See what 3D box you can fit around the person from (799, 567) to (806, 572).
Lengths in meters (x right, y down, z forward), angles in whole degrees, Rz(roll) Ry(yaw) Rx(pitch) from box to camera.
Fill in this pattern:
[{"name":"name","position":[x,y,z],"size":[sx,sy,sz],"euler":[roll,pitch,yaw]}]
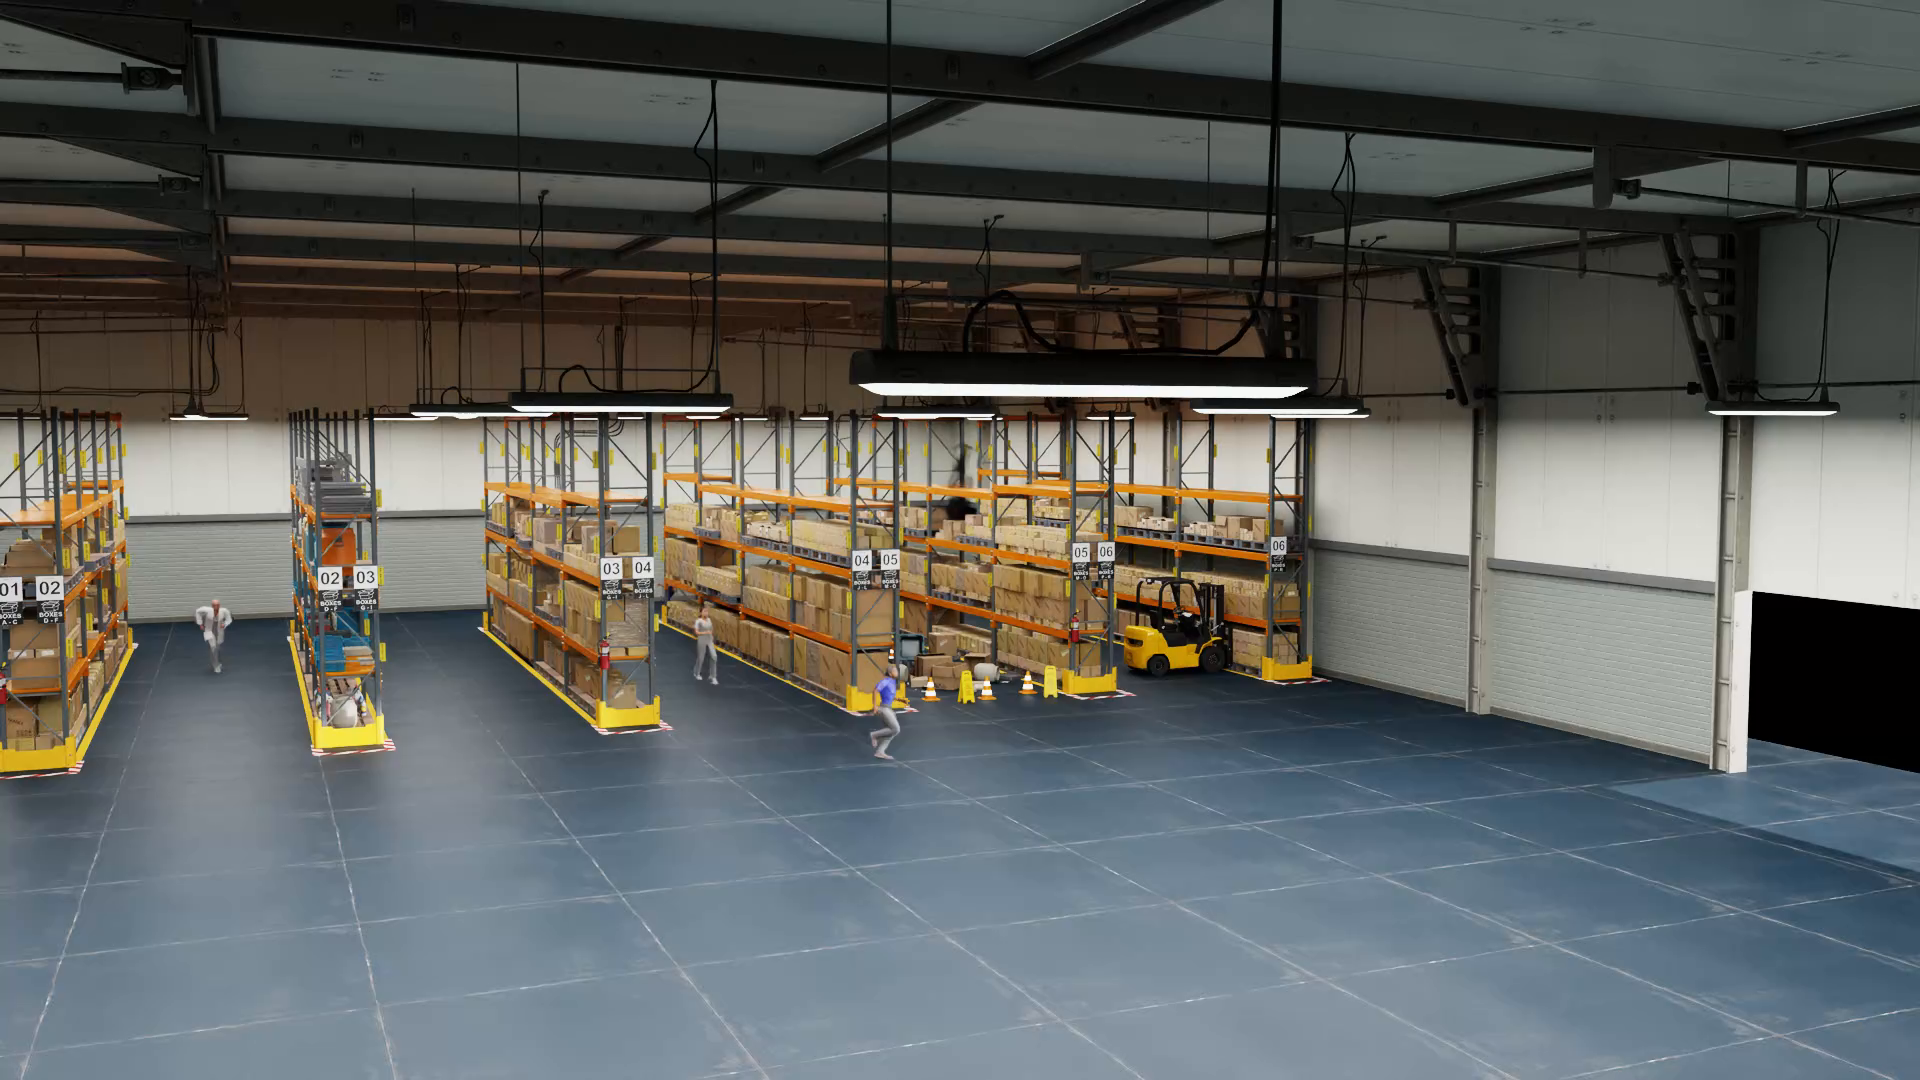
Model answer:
[{"name":"person","position":[-4.268,1.643,45.818],"size":[0.649,1.779,0.970],"euler":[-2,5,-31]}]

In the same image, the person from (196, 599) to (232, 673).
[{"name":"person","position":[-17.285,2.208,38.519],"size":[0.752,1.742,1.057],"euler":[-2,5,-30]}]

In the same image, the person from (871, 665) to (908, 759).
[{"name":"person","position":[-1.210,2.944,28.418],"size":[0.629,1.605,0.616],"euler":[1,4,14]}]

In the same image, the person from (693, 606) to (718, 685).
[{"name":"person","position":[-5.647,2.312,36.676],"size":[0.550,1.718,0.796],"euler":[-3,5,-38]}]

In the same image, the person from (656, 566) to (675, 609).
[{"name":"person","position":[-8.597,1.500,48.820],"size":[0.632,1.636,0.620],"euler":[-3,5,-38]}]
